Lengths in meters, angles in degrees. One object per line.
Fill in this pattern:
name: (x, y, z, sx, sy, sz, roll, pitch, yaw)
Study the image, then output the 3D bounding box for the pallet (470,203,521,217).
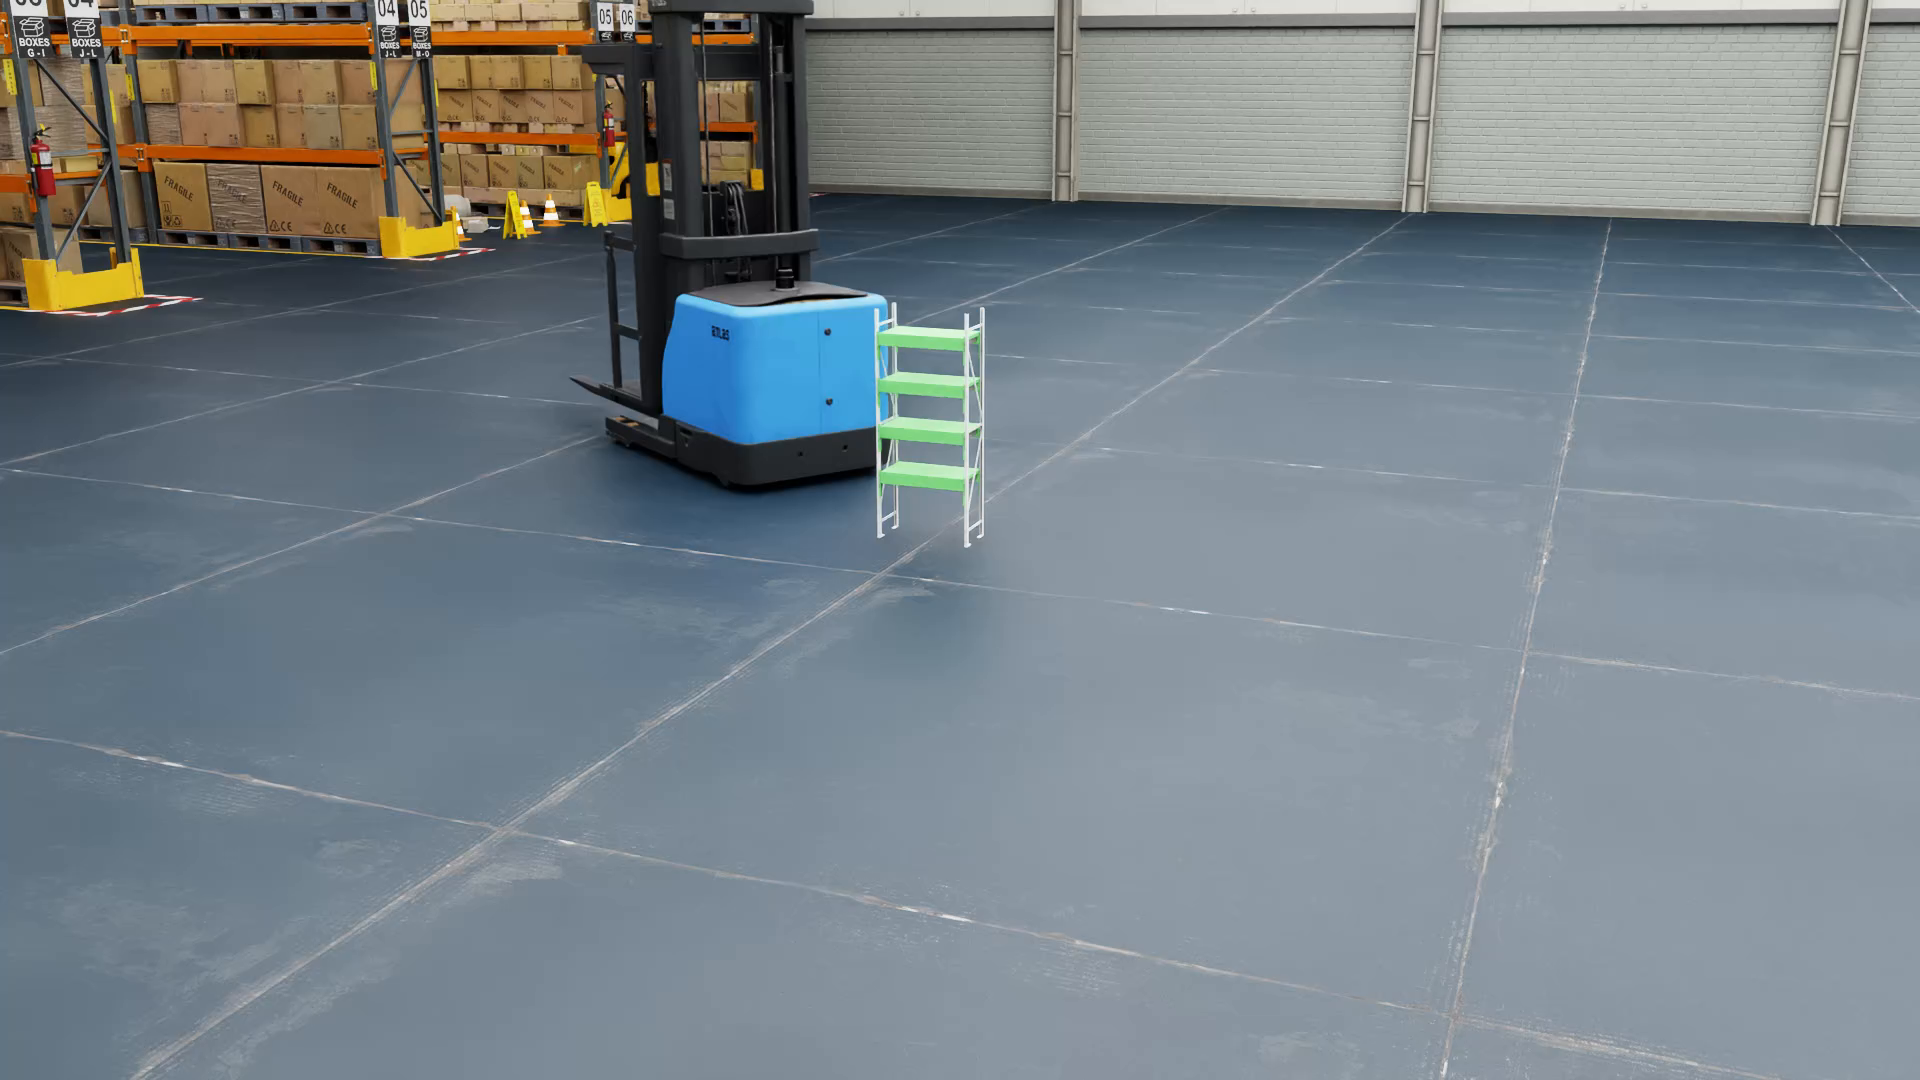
pallet: (-7.180, -5.324, 26.634, 1.213, 0.211, 1.003, 6, 17, 21)

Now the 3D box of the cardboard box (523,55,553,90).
cardboard box: (-6.259, -7.158, 25.444, 0.500, 0.500, 0.700, 6, 17, 21)

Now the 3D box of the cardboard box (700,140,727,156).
cardboard box: (-4.438, -7.104, 30.148, 0.500, 0.250, 0.500, 7, 17, 22)

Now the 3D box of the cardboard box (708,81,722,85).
cardboard box: (-4.323, -8.247, 29.824, 0.250, 0.149, 0.380, 7, 17, 22)

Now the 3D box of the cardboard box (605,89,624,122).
cardboard box: (-5.575, -6.749, 25.828, 0.500, 0.500, 0.500, 6, 17, 20)

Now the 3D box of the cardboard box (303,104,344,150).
cardboard box: (-7.839, -5.292, 21.255, 0.550, 0.550, 0.875, 6, 17, 21)

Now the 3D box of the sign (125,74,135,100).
sign: (-10.869, -5.929, 21.782, 0.005, 0.325, 0.100, 6, 17, 21)

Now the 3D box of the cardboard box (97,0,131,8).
cardboard box: (-11.395, -7.202, 22.057, 0.500, 0.250, 0.500, 6, 17, 21)

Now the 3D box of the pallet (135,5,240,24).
pallet: (-9.922, -6.864, 21.717, 1.213, 0.211, 1.003, 6, 17, 21)

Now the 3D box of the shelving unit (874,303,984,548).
shelving unit: (-0.154, -0.593, 8.565, 0.503, 1.200, 0.258, 6, 17, 21)

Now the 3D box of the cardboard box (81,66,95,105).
cardboard box: (-11.622, -6.182, 22.616, 0.500, 0.500, 0.700, 6, 17, 20)

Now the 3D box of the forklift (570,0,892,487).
forklift: (-1.662, -2.069, 10.544, 1.130, 2.935, 3.031, -11, 19, -33)

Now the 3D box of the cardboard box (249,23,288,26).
cardboard box: (-11.248, -8.598, 27.343, 0.637, 0.503, 0.797, 6, 17, 21)

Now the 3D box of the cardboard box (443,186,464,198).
cardboard box: (-8.006, -5.546, 26.576, 0.500, 0.250, 0.500, 7, 18, 24)

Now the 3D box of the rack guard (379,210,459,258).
rack guard: (-6.936, -3.941, 21.351, 0.348, 0.500, 1.175, 6, 17, 21)

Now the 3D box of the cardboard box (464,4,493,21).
cardboard box: (-7.233, -8.086, 25.502, 0.500, 0.250, 0.500, 6, 17, 21)

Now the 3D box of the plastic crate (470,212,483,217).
plastic crate: (-7.797, -5.071, 25.999, 0.583, 0.080, 0.402, 0, 16, 1)

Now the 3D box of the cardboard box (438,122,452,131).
cardboard box: (-8.052, -6.545, 26.288, 0.250, 0.149, 0.380, 7, 18, 22)

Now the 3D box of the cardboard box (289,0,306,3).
cardboard box: (-8.100, -6.737, 20.639, 0.250, 0.149, 0.380, 6, 17, 21)

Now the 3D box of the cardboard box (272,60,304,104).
cardboard box: (-8.306, -5.907, 21.435, 0.550, 0.550, 0.875, 6, 17, 21)

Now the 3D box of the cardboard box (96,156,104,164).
cardboard box: (-14.950, -6.713, 29.476, 0.875, 0.875, 0.875, 7, 18, 22)

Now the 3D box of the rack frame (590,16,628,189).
rack frame: (-5.236, -6.438, 25.469, 0.127, 3.000, 1.000, 6, 17, 21)

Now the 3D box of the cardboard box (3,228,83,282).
cardboard box: (-9.447, -2.937, 17.140, 0.500, 0.500, 0.500, 10, 19, 31)

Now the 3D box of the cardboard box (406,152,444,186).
cardboard box: (-8.507, -5.958, 26.649, 0.500, 0.500, 0.500, 7, 18, 23)

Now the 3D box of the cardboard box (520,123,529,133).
cardboard box: (-6.606, -6.410, 25.824, 0.250, 0.149, 0.380, 7, 17, 21)

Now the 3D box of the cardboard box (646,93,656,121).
cardboard box: (-5.400, -7.912, 30.368, 0.500, 0.500, 0.500, 6, 17, 21)

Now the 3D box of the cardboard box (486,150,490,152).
cardboard box: (-7.834, -6.046, 26.952, 0.500, 0.500, 0.500, 7, 17, 22)

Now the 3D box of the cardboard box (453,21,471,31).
cardboard box: (-7.590, -7.917, 25.633, 0.250, 0.149, 0.380, 6, 17, 20)

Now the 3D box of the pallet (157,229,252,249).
pallet: (-10.000, -4.116, 22.471, 1.213, 0.211, 1.003, 6, 17, 21)

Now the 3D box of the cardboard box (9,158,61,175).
cardboard box: (-9.213, -3.722, 16.566, 0.250, 0.149, 0.380, 6, 17, 21)

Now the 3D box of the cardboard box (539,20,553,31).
cardboard box: (-6.149, -7.775, 25.144, 0.250, 0.149, 0.380, 7, 18, 22)

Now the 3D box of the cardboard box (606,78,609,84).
cardboard box: (-6.434, -8.500, 30.697, 0.250, 0.149, 0.380, 6, 17, 20)

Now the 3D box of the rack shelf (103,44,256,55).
rack shelf: (-16.442, -10.253, 34.520, 4.000, 0.370, 1.077, 6, 17, 21)

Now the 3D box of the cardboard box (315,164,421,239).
cardboard box: (-7.613, -4.377, 21.429, 0.875, 0.875, 0.875, 6, 17, 21)

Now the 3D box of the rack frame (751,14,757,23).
rack frame: (-3.418, -10.606, 29.068, 0.127, 3.000, 1.000, 6, 17, 21)

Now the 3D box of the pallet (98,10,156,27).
pallet: (-11.550, -6.982, 22.308, 1.217, 0.209, 0.805, 6, 17, 18)

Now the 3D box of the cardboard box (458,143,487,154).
cardboard box: (-7.682, -6.162, 26.190, 0.250, 0.149, 0.380, 7, 18, 24)

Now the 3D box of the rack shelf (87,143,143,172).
rack shelf: (-12.540, -5.412, 23.225, 4.000, 0.370, 1.077, 6, 17, 21)

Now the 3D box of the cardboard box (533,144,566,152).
cardboard box: (-7.628, -7.246, 31.760, 0.625, 0.625, 0.875, 7, 18, 23)

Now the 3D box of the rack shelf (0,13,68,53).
rack shelf: (-10.732, -5.167, 17.002, 4.000, 0.370, 1.077, 6, 17, 21)

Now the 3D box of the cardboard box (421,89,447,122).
cardboard box: (-8.174, -6.875, 26.263, 0.500, 0.500, 0.500, 6, 17, 20)

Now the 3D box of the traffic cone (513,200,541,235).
traffic cone: (-6.200, -4.606, 23.710, 0.334, 0.463, 0.336, 6, 17, 21)

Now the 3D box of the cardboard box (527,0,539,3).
cardboard box: (-6.346, -8.196, 25.164, 0.250, 0.149, 0.380, 6, 17, 21)

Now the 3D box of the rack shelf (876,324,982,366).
rack shelf: (-0.154, -0.993, 8.449, 0.480, 0.148, 0.258, 6, 17, 21)

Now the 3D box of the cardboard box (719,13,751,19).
cardboard box: (-3.919, -9.446, 29.338, 0.500, 0.500, 0.500, 7, 18, 22)

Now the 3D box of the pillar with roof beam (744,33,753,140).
pillar with roof beam: (-5.315, -9.795, 26.273, 0.400, 9.000, 9.100, 6, 17, 21)

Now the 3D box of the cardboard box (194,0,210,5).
cardboard box: (-9.518, -6.893, 21.176, 0.250, 0.149, 0.380, 6, 17, 20)

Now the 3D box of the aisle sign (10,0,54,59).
aisle sign: (-8.924, -5.032, 15.963, 0.004, 0.787, 0.394, 6, 17, 21)

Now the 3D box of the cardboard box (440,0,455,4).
cardboard box: (-7.805, -8.338, 25.656, 0.250, 0.149, 0.380, 6, 17, 19)

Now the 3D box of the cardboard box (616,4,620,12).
cardboard box: (-6.455, -9.634, 30.325, 0.500, 0.311, 0.500, 7, 17, 22)
